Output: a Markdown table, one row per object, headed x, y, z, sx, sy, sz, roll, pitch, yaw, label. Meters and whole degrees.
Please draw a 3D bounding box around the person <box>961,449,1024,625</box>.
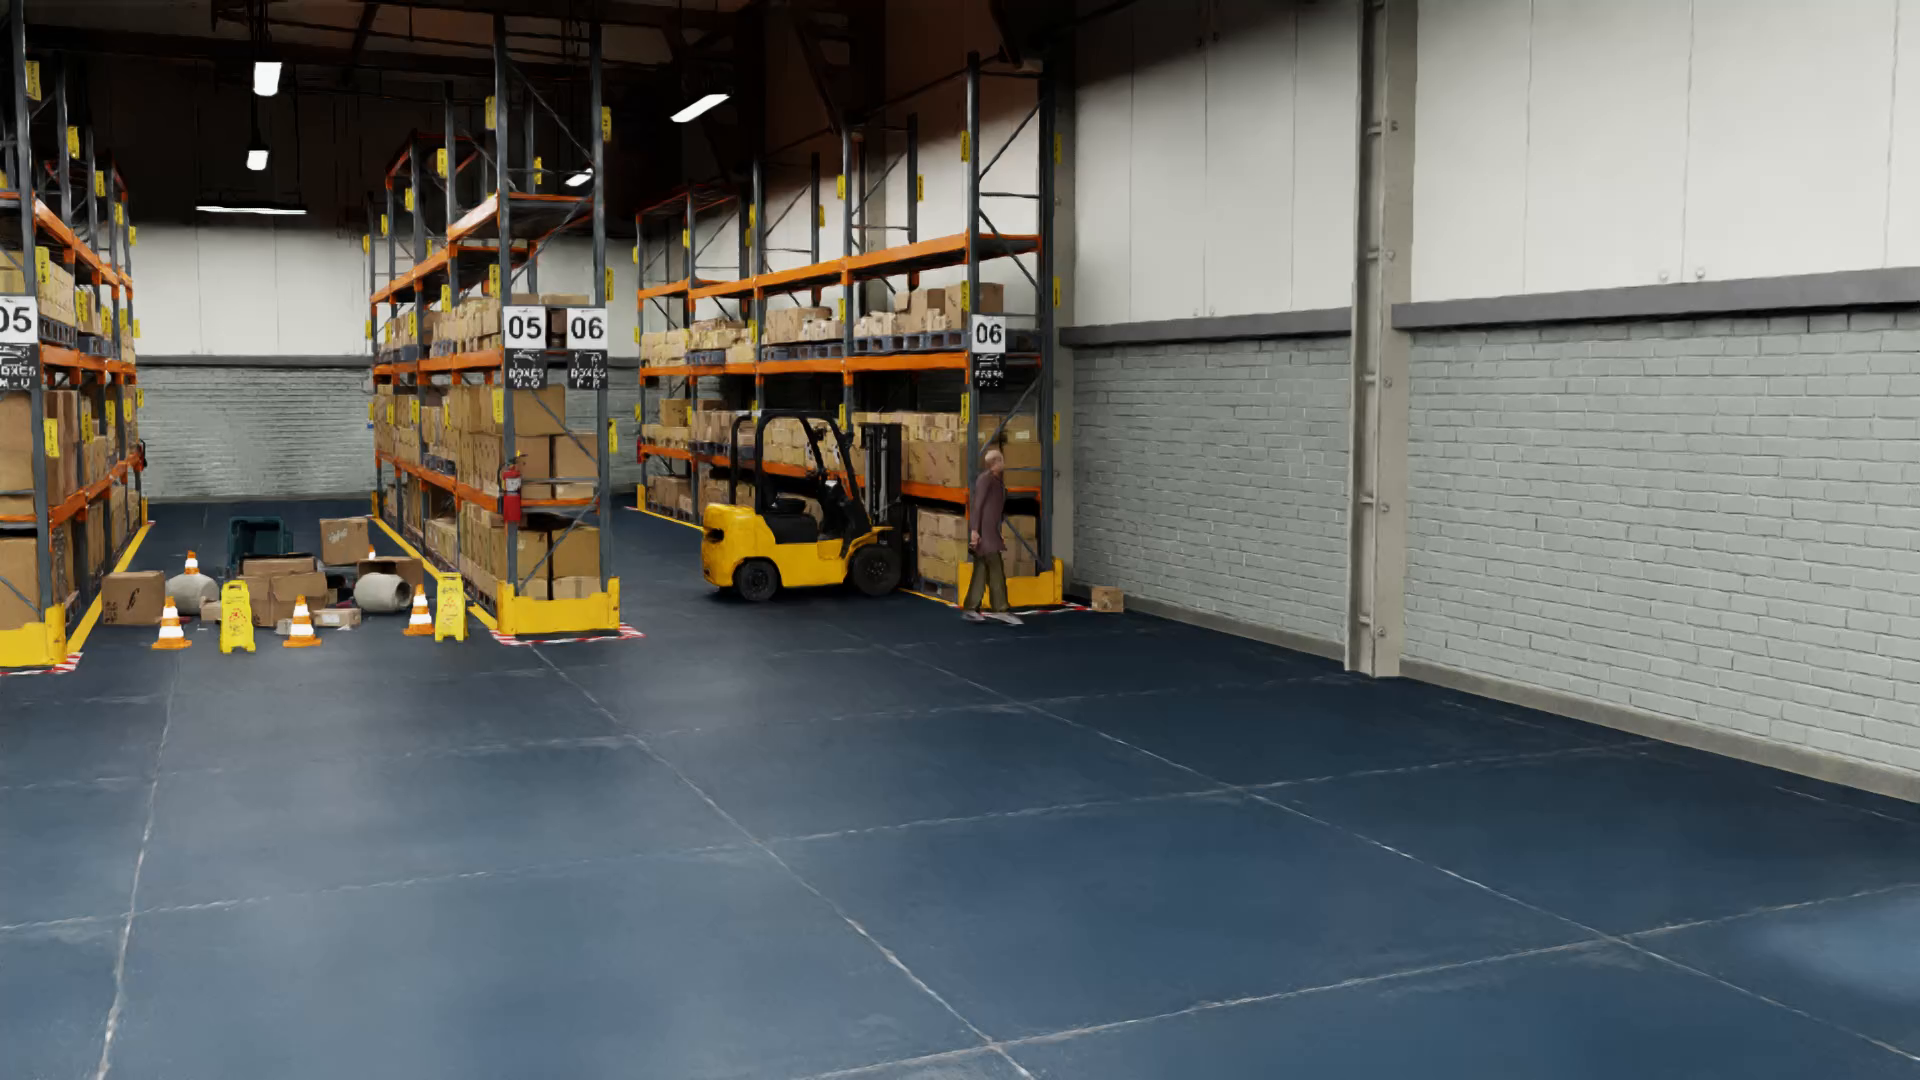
| x | y | z | sx | sy | sz | roll | pitch | yaw | label |
| --- | --- | --- | --- | --- | --- | --- | --- | --- | --- |
| 0.373 | -0.041 | 17.162 | 0.698 | 1.771 | 0.668 | 1 | 5 | 15 | person |
